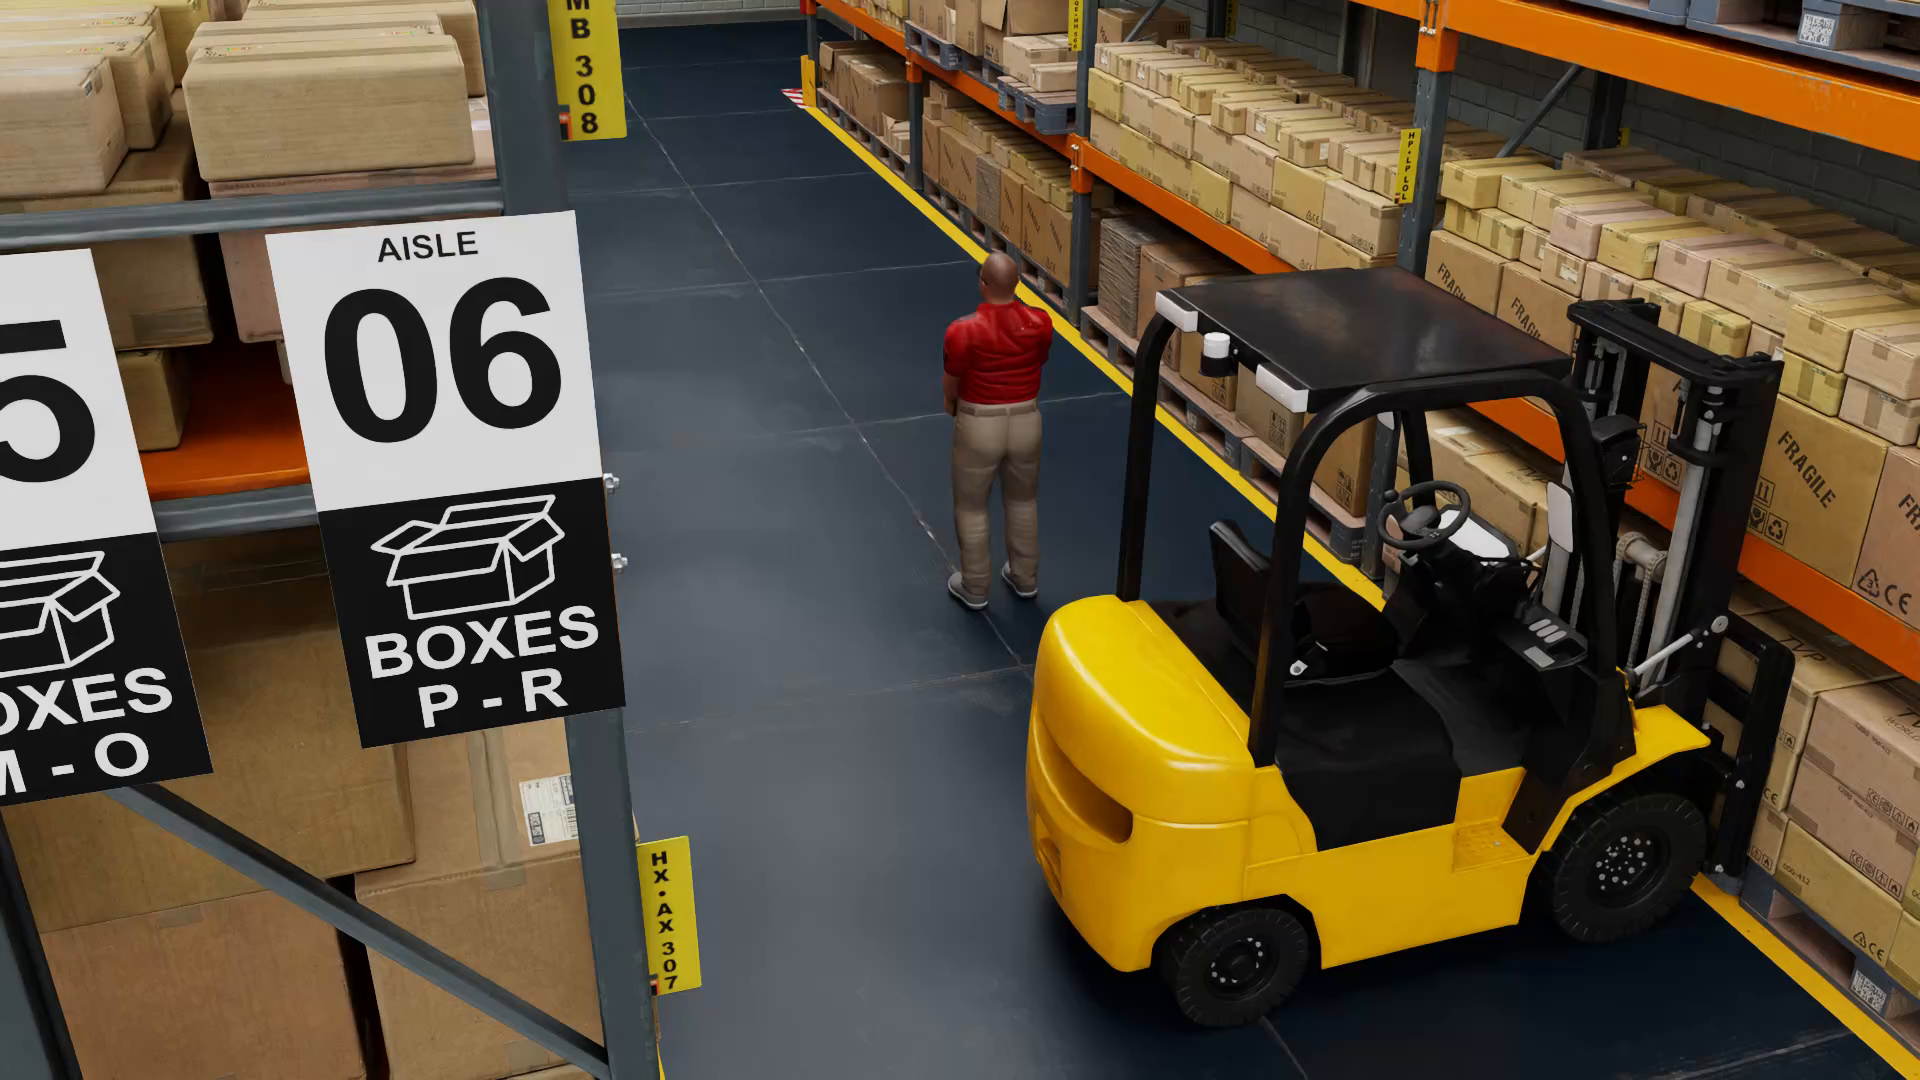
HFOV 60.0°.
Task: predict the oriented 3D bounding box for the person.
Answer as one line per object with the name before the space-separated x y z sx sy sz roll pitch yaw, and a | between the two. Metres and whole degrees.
person | 0.135 -0.531 7.712 0.498 1.725 0.525 -8 27 -16
